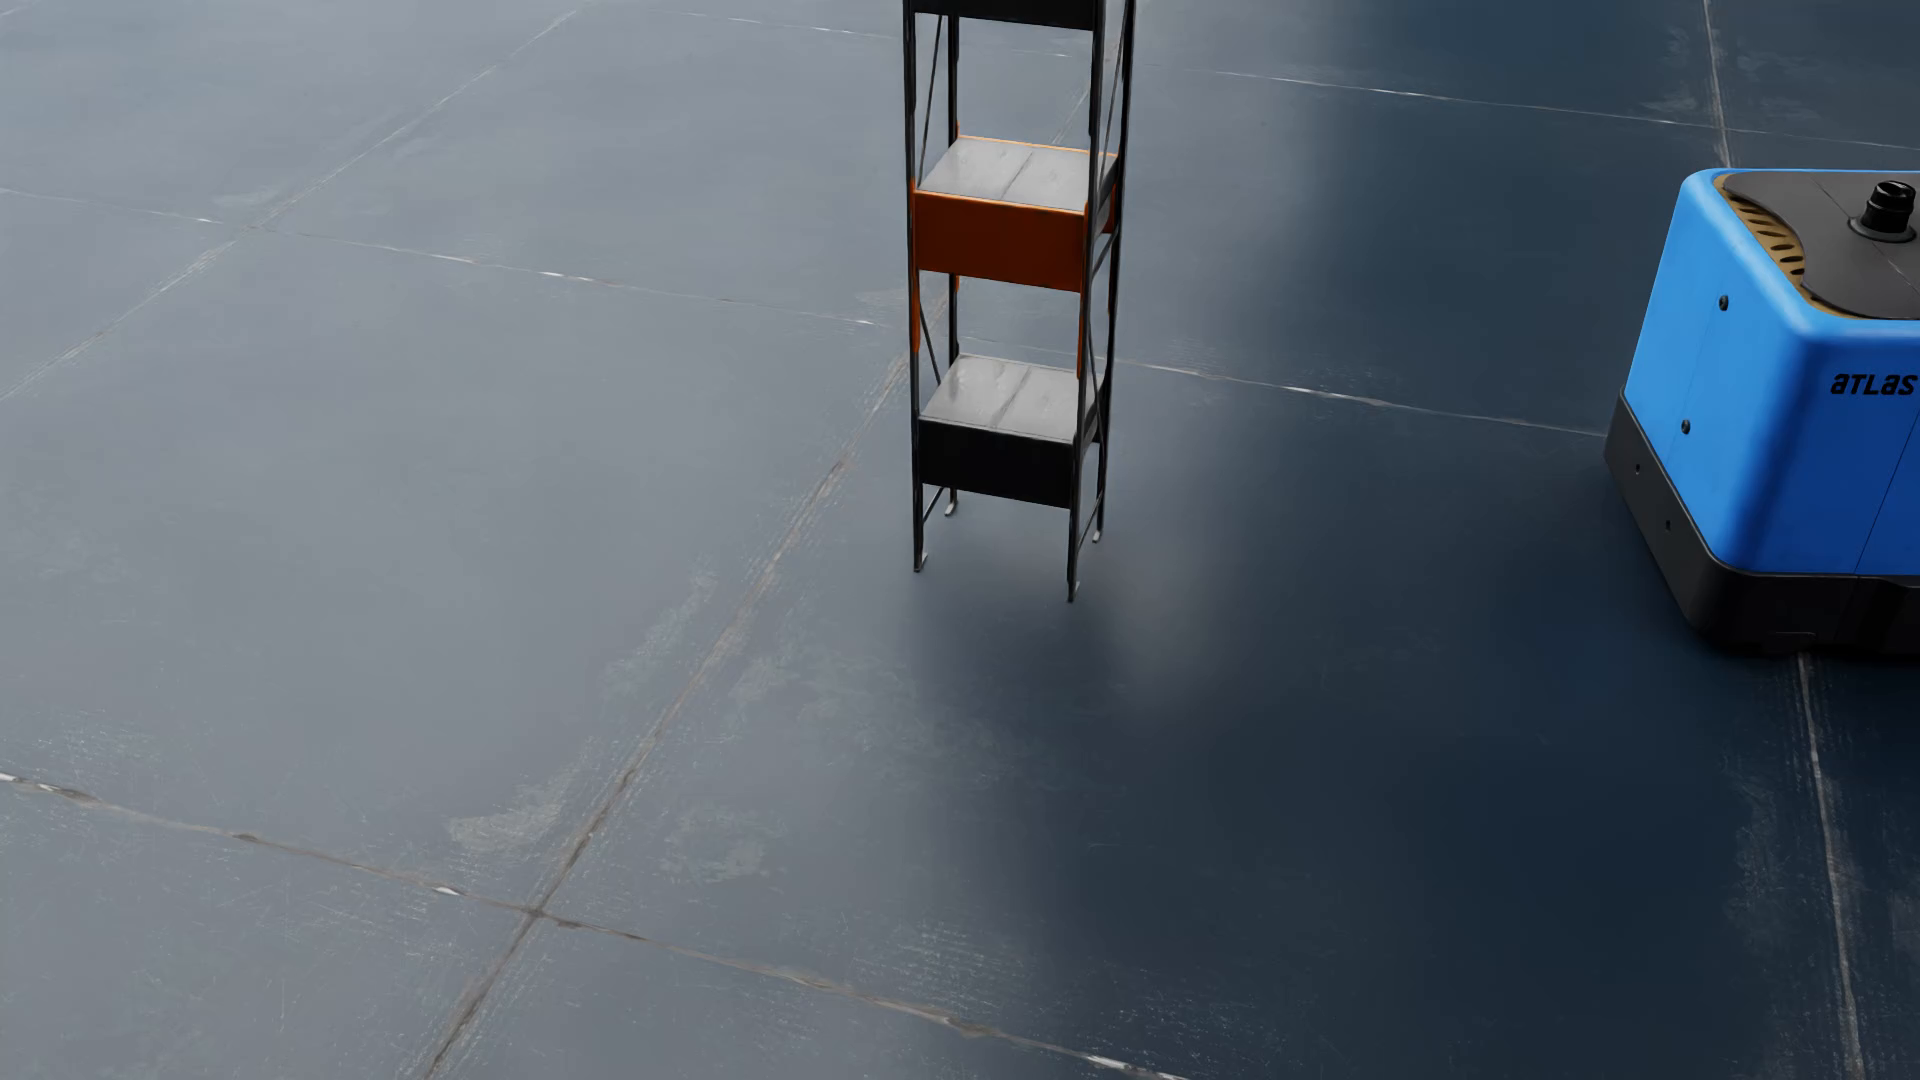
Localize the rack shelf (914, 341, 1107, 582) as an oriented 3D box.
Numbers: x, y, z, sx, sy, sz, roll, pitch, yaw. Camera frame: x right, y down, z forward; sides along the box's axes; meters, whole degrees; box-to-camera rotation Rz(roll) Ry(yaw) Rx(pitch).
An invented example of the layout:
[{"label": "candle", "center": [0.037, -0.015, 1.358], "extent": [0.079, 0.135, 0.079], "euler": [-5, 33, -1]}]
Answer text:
[{"label": "rack shelf", "center": [0.158, -0.242, 5.011], "extent": [0.480, 0.518, 0.431], "euler": [10, 38, 14]}]

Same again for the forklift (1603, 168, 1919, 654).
[{"label": "forklift", "center": [3.629, -1.117, 4.295], "extent": [3.031, 2.935, 1.130], "euler": [1, 36, 1]}]

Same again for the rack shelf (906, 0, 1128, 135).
[{"label": "rack shelf", "center": [0.158, -1.369, 4.181], "extent": [0.480, 0.518, 0.431], "euler": [10, 38, 14]}]

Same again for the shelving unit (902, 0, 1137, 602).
[{"label": "shelving unit", "center": [0.158, -0.816, 4.588], "extent": [0.503, 2.100, 0.431], "euler": [10, 38, 14]}]

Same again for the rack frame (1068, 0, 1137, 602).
[{"label": "rack frame", "center": [0.391, -0.773, 4.529], "extent": [0.015, 2.100, 0.400], "euler": [10, 38, 14]}]

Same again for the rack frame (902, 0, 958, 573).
[{"label": "rack frame", "center": [-0.075, -0.860, 4.646], "extent": [0.015, 2.100, 0.400], "euler": [10, 38, 14]}]

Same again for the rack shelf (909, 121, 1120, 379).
[{"label": "rack shelf", "center": [0.158, -0.805, 4.596], "extent": [0.480, 0.518, 0.431], "euler": [10, 38, 14]}]
